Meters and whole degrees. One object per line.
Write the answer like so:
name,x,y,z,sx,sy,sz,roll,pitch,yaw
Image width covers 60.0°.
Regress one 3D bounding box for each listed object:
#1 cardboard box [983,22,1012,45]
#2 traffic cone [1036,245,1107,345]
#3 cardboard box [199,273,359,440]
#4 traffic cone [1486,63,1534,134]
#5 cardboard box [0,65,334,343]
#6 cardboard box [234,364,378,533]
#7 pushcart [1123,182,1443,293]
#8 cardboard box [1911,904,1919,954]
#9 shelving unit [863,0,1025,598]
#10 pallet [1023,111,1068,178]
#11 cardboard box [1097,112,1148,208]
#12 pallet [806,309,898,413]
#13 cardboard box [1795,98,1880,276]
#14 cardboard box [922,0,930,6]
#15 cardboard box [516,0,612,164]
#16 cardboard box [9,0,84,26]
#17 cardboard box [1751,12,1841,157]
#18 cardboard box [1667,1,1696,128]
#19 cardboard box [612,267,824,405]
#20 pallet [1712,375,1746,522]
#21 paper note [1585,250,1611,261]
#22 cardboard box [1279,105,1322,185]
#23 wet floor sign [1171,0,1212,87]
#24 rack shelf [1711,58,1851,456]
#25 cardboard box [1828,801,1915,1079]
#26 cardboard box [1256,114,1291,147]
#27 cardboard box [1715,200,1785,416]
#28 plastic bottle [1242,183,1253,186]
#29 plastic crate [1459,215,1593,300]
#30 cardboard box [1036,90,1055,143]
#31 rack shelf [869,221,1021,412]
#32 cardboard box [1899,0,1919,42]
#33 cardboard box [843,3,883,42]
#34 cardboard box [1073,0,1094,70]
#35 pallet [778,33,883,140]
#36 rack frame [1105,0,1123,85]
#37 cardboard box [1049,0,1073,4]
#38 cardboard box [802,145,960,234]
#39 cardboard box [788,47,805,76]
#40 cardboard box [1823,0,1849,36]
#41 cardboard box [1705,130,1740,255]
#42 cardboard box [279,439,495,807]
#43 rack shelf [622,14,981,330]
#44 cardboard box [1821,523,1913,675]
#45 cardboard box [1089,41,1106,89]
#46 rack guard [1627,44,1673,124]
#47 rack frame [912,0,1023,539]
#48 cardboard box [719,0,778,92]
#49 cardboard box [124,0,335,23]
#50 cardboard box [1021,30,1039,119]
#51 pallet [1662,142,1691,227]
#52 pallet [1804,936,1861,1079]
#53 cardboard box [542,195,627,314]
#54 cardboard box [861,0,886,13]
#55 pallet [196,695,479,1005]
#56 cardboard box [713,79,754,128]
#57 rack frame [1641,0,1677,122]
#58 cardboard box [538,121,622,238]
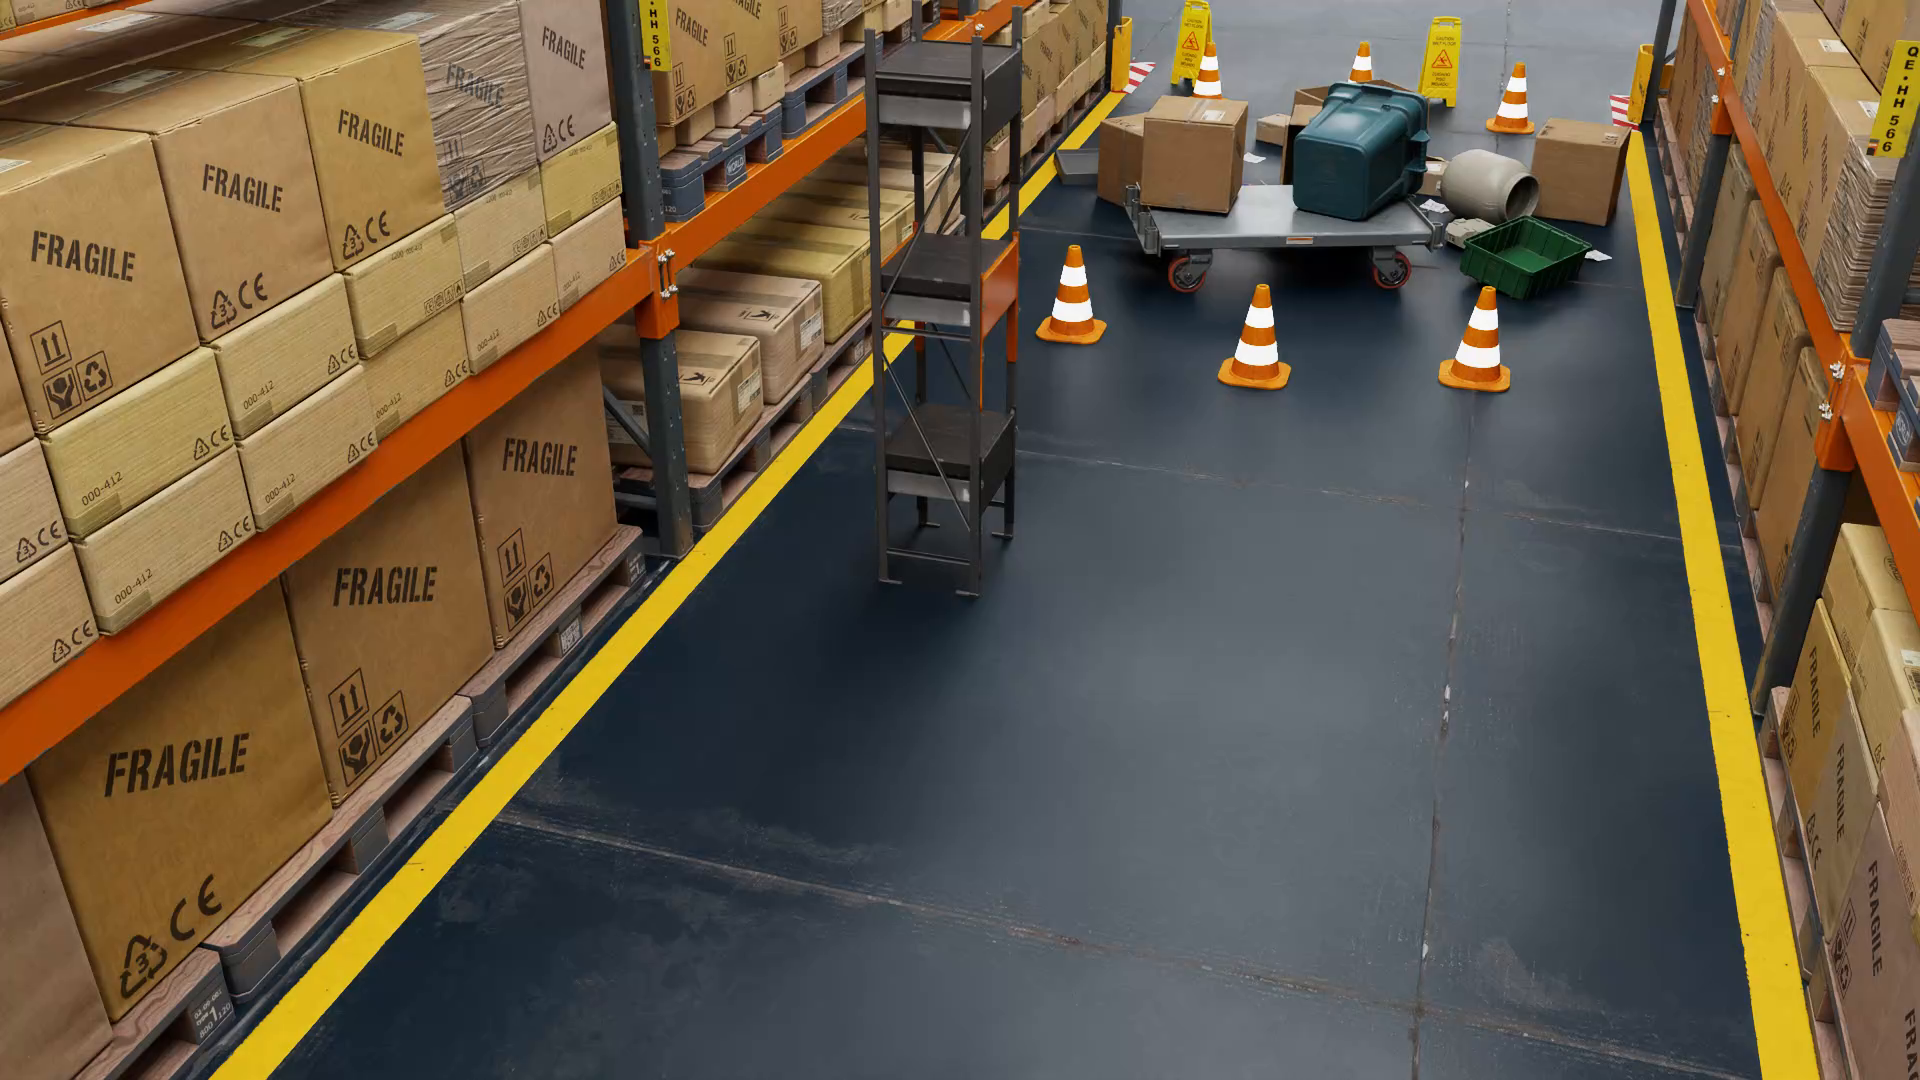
cardboard box,0.135,-3.060,10.123,0.380,0.149,0.250,9,30,16
traffic cone,0.584,-1.297,8.606,0.336,0.463,0.334,8,30,15
cardboard box,-1.894,-0.494,4.192,0.500,0.250,0.500,8,30,13
traffic cone,4.032,-3.229,12.078,0.336,0.463,0.334,8,30,15
cardboard box,-1.916,-0.823,4.012,0.500,0.500,0.500,8,30,14
cardboard box,-1.885,-0.273,4.310,0.500,0.250,0.500,8,30,14
pushcart,1.804,-1.734,9.479,1.648,0.377,0.936,-1,29,-3
cardboard box,2.305,0.909,3.397,0.500,0.250,0.500,7,30,13
shelving unit,-0.049,-0.841,6.101,0.431,2.100,0.503,8,30,15
pallet,0.129,-2.849,11.655,1.003,0.211,1.213,8,30,15
cardboard box,1.225,-2.394,10.538,0.500,0.500,0.500,-17,34,-28
pallet,-0.974,-1.033,8.389,1.003,0.211,1.213,8,30,15
cardboard box,3.220,-1.187,5.695,0.500,0.500,0.500,8,30,15
cardboard box,-0.372,-2.857,8.627,0.380,0.149,0.250,8,30,13
cardboard box,-1.466,-1.526,5.276,0.500,0.500,0.500,8,30,14
cardboard box,-5.352,-3.091,9.374,0.500,0.250,0.500,9,30,15
cardboard box,3.663,-1.894,6.965,0.500,0.500,0.500,8,30,15
cardboard box,5.410,-3.312,11.372,0.875,0.875,0.875,9,30,15
cardboard box,-1.180,-0.963,7.667,0.950,0.372,0.625,8,30,14
pallet,3.861,-0.366,7.191,1.003,0.211,1.213,8,30,15
paper note,3.703,-1.667,9.715,0.147,0.020,0.142,-12,31,-20
cardboard box,2.422,-2.396,10.400,0.797,0.637,0.503,8,30,15
wet floor sign,1.862,-3.948,13.183,0.267,0.644,0.232,20,35,32
rack shelf,3.784,-1.279,6.703,1.077,0.370,4.000,8,30,15
cardboard box,2.455,1.011,3.987,0.500,0.500,0.500,8,30,14
cardboard box,2.330,-2.898,11.806,0.250,0.149,0.380,-24,37,-37
cardboard box,3.988,-0.974,7.297,1.050,0.750,0.750,8,30,15
plastic bottle,1.781,-2.230,10.696,0.133,0.061,0.283,14,32,23
plastic crate,3.170,-1.587,9.350,0.662,0.188,0.450,-24,47,-37
cardboard box,0.340,-2.896,11.267,0.500,0.250,0.500,8,30,14
rack shelf,-0.049,-0.829,6.108,0.431,0.518,0.480,8,30,15
cardboard box,3.486,-1.587,5.385,0.700,0.500,0.500,8,30,14
cardboard box,-0.591,-2.505,7.994,0.380,0.149,0.250,8,30,15
cardboard box,0.648,-3.698,11.937,0.500,0.500,0.500,10,31,17
pallet,-1.023,-2.165,7.754,1.003,0.211,1.213,8,30,15
rack frame,0.784,-5.041,12.726,1.000,3.000,0.127,8,30,15
cardboard box,0.599,-3.806,11.463,0.380,0.149,0.250,10,31,17
cardboard box,-0.542,-1.973,9.482,0.950,0.372,0.625,9,30,16
cardboard box,-0.910,-2.153,7.362,0.380,0.149,0.250,10,31,17
cardboard box,3.933,-2.298,6.663,0.700,0.500,0.500,9,30,15
cardboard box,4.623,-2.060,9.121,0.875,0.875,0.875,9,30,16
cardboard box,-2.112,0.145,5.157,0.875,0.875,0.875,9,30,15
rack shelf,-0.977,-1.938,7.888,1.077,0.370,4.000,8,30,15
cardboard box,2.763,0.203,4.667,0.500,0.250,0.500,7,30,13
cardboard box,0.797,-3.598,12.528,0.500,0.250,0.500,8,30,15
rack guard,5.552,-3.300,12.168,1.175,0.500,0.348,8,30,15
rack frame,0.023,-0.954,6.305,0.400,2.100,0.015,8,30,15
cardboard box,-1.065,-2.100,6.598,0.500,0.500,0.500,10,31,17
cardboard box,-2.079,-1.377,5.009,0.500,0.500,0.500,9,30,15
cardboard box,0.187,-2.978,10.642,0.500,0.500,0.500,10,31,17
pallet,5.026,-2.215,10.515,1.003,0.211,1.213,8,30,15
pallet,2.607,1.483,3.867,1.003,0.211,1.213,8,30,15
cardboard box,-1.465,-0.985,5.590,0.500,0.250,0.500,7,30,13
cardboard box,-0.608,-2.822,7.897,0.500,0.500,0.500,10,30,17
pallet,-2.228,0.816,5.066,1.003,0.211,1.213,8,30,15
cardboard box,-1.052,-1.768,6.670,0.380,0.149,0.250,7,30,12
rack frame,5.545,-4.381,11.541,1.000,3.000,0.127,8,30,15
cardboard box,-1.464,-1.215,5.488,0.500,0.250,0.500,8,30,15
